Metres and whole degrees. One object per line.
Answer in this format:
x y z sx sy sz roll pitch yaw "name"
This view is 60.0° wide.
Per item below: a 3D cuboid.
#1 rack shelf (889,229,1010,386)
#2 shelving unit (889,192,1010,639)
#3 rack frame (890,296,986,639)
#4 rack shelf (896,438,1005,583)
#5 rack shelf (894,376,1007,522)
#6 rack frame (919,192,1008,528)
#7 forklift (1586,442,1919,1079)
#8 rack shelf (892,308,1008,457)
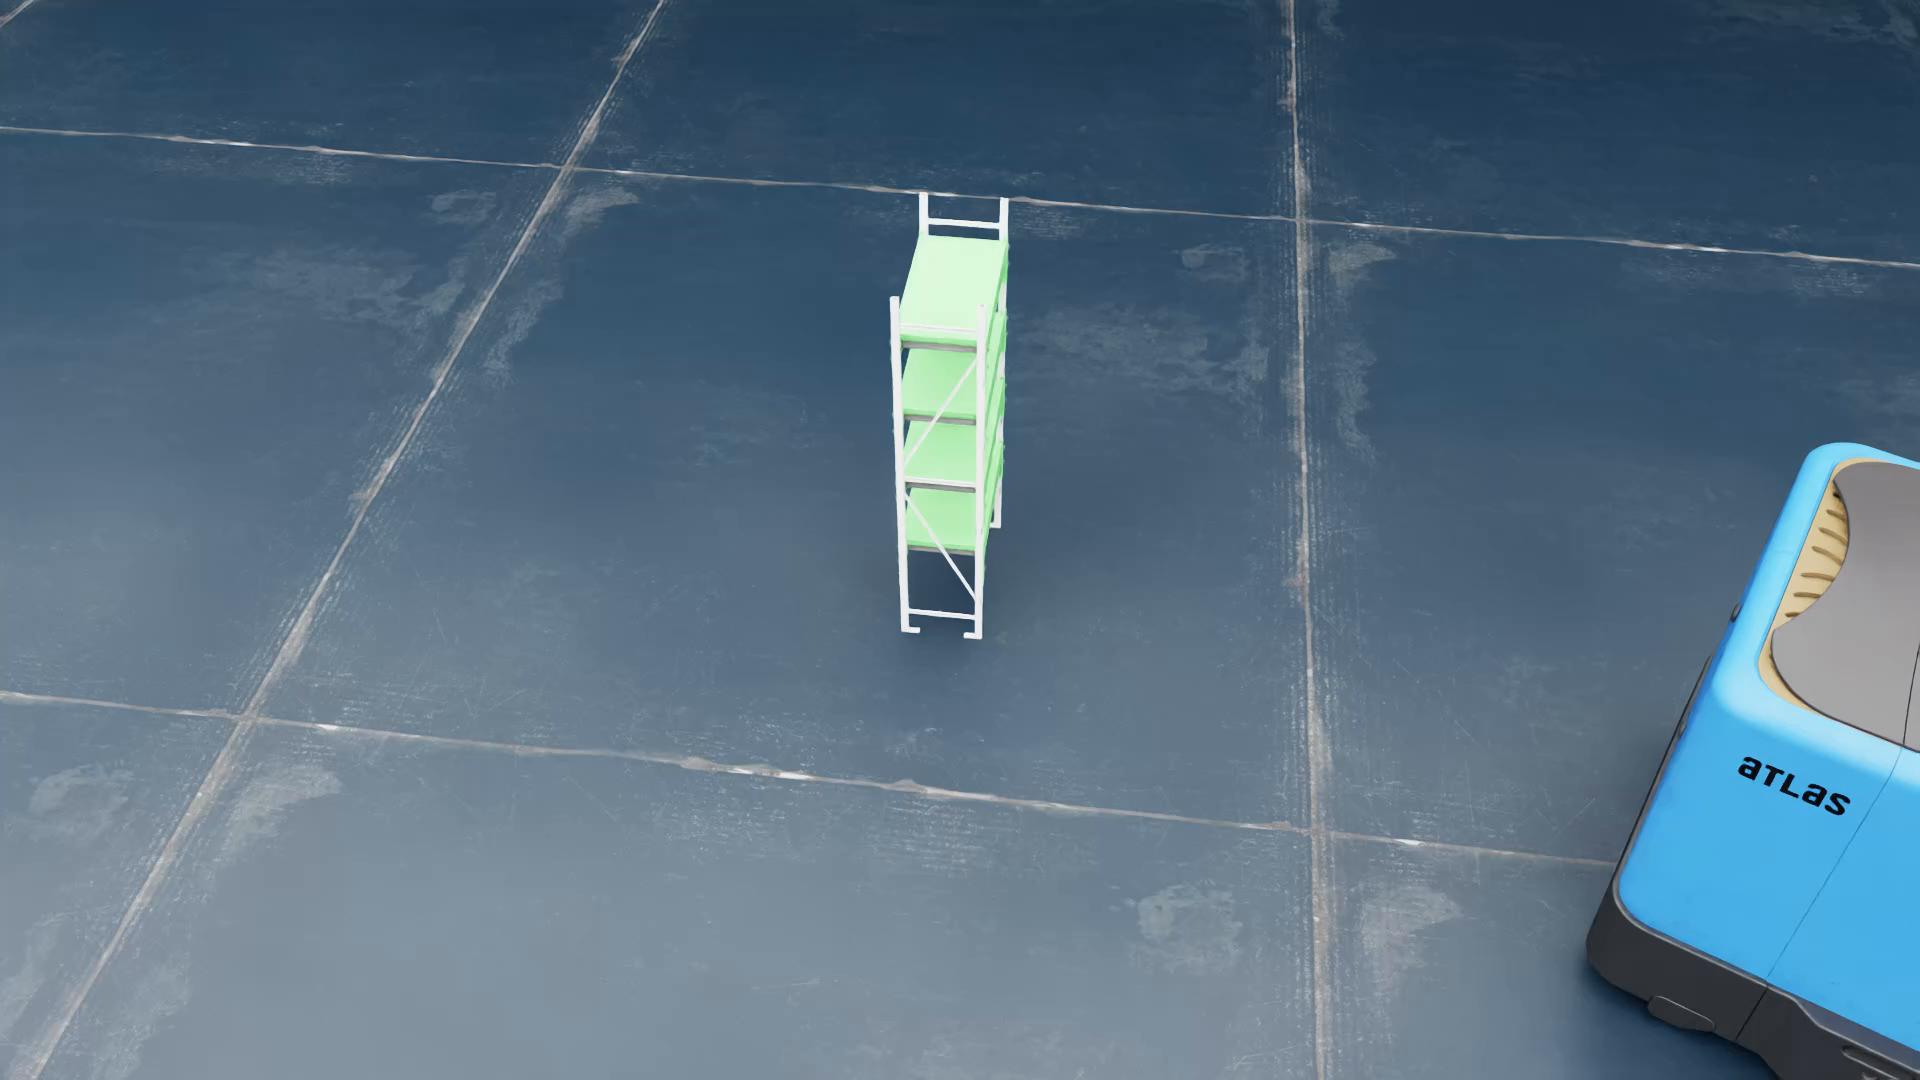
-0.022 -0.625 4.432 0.258 0.148 0.480 5 44 6 "rack shelf"
-0.022 -0.323 4.718 0.258 1.200 0.503 5 44 6 "shelving unit"
-0.054 -0.157 4.543 0.240 1.200 0.015 5 44 6 "rack frame"
-0.022 -0.102 4.927 0.258 0.148 0.480 5 44 6 "rack shelf"
-0.022 -0.276 4.762 0.258 0.148 0.480 5 44 6 "rack shelf"
0.010 -0.489 4.894 0.240 1.200 0.015 5 44 6 "rack frame"
3.054 0.286 2.816 3.031 2.935 1.130 24 48 23 "forklift"
-0.022 -0.451 4.597 0.258 0.148 0.480 5 44 6 "rack shelf"
